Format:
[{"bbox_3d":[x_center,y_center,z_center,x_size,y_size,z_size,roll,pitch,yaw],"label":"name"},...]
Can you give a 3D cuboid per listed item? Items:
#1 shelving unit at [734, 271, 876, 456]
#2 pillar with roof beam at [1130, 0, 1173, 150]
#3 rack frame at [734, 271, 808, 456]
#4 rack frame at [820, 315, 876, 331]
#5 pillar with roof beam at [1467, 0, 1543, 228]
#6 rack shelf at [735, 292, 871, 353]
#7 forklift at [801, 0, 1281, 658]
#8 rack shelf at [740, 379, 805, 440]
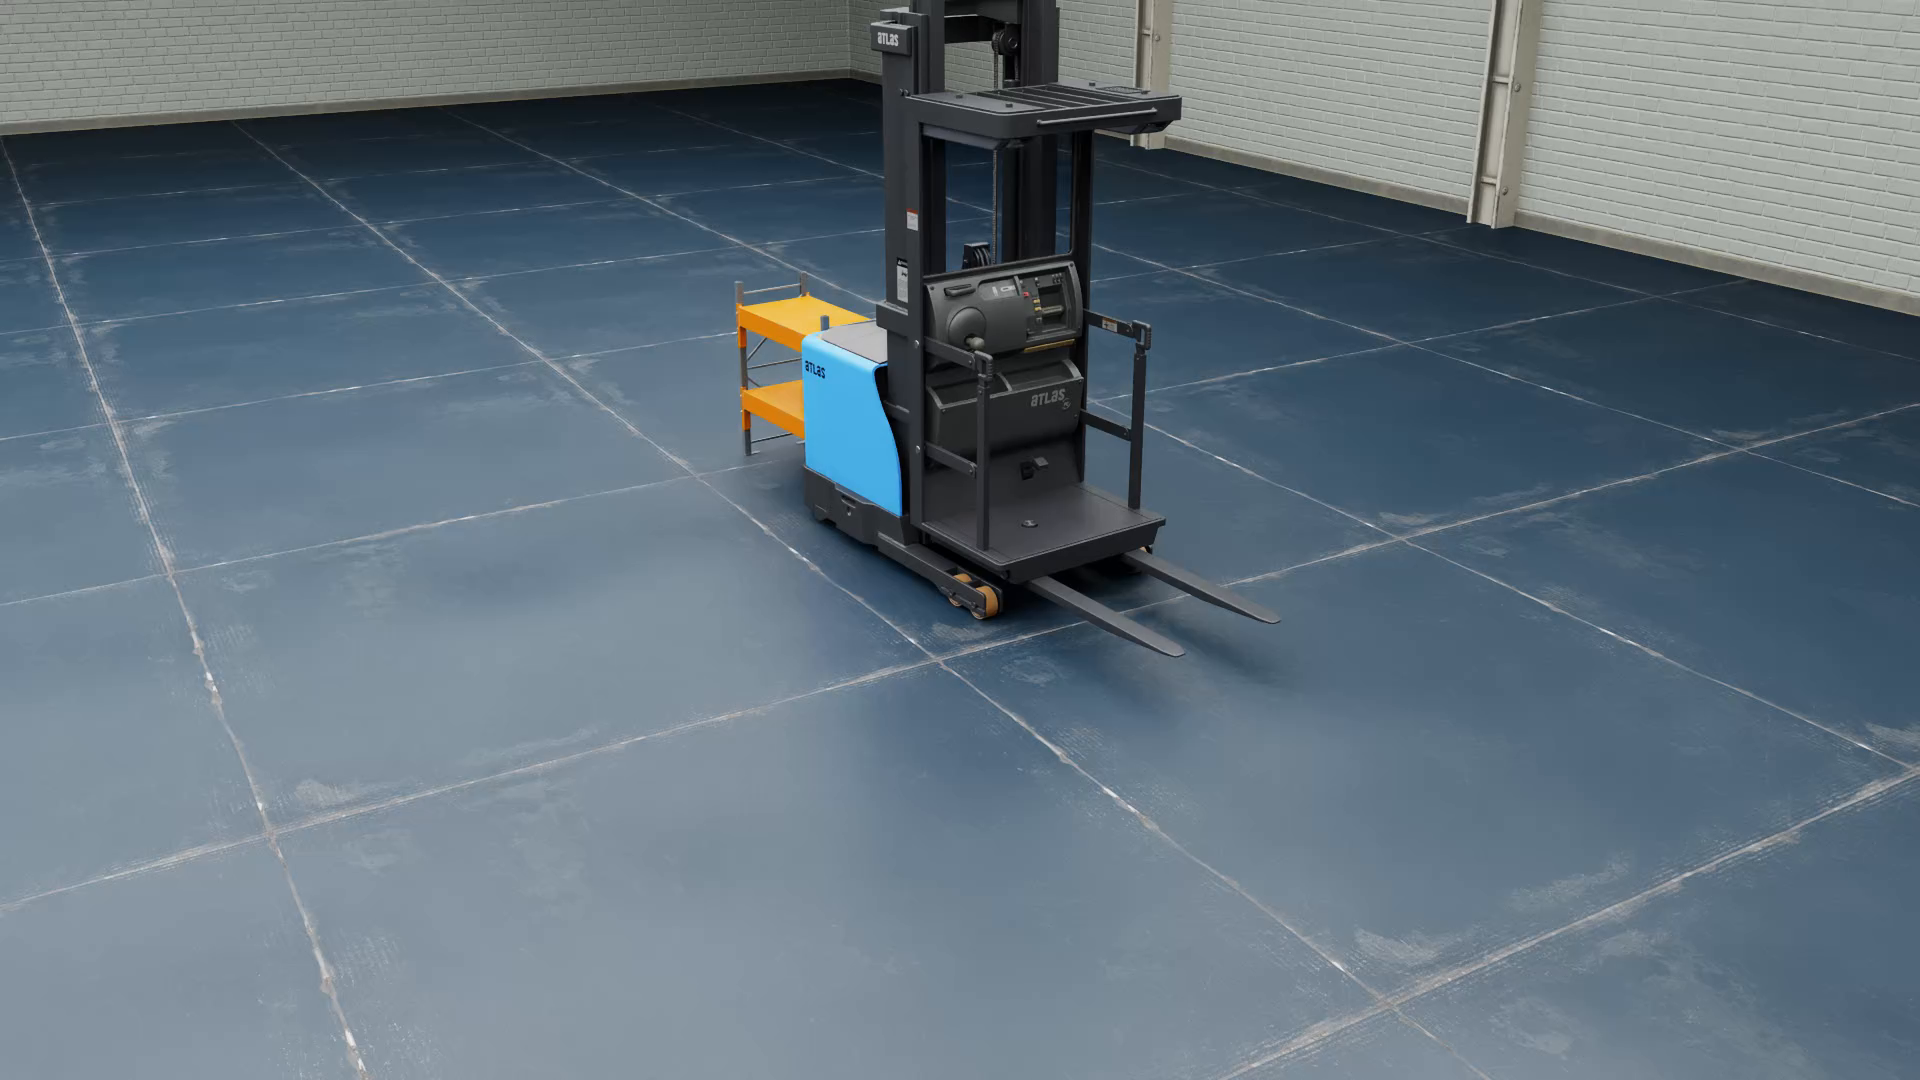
[{"bbox_3d":[-0.881,-0.962,10.185,0.538,1.125,1.048,-15,27,-33],"label":"shelving unit"},{"bbox_3d":[-1.180,-8.612,18.548,9.100,9.000,0.400,-13,25,-28],"label":"pillar with roof beam"},{"bbox_3d":[-1.177,-1.118,10.568,0.500,1.125,0.032,-15,27,-33],"label":"rack frame"},{"bbox_3d":[-0.585,-0.807,9.802,0.500,1.125,0.032,-15,27,-33],"label":"rack frame"},{"bbox_3d":[1.884,-6.669,13.769,9.100,9.000,0.400,-13,25,-28],"label":"pillar with roof beam"},{"bbox_3d":[-0.881,-1.233,10.075,0.538,0.278,1.000,-15,27,-33],"label":"rack shelf"},{"bbox_3d":[0.361,-1.167,8.290,1.130,2.935,3.031,-15,27,-32],"label":"forklift"},{"bbox_3d":[-0.881,-0.736,10.277,0.538,0.278,1.000,-15,27,-33],"label":"rack shelf"}]
